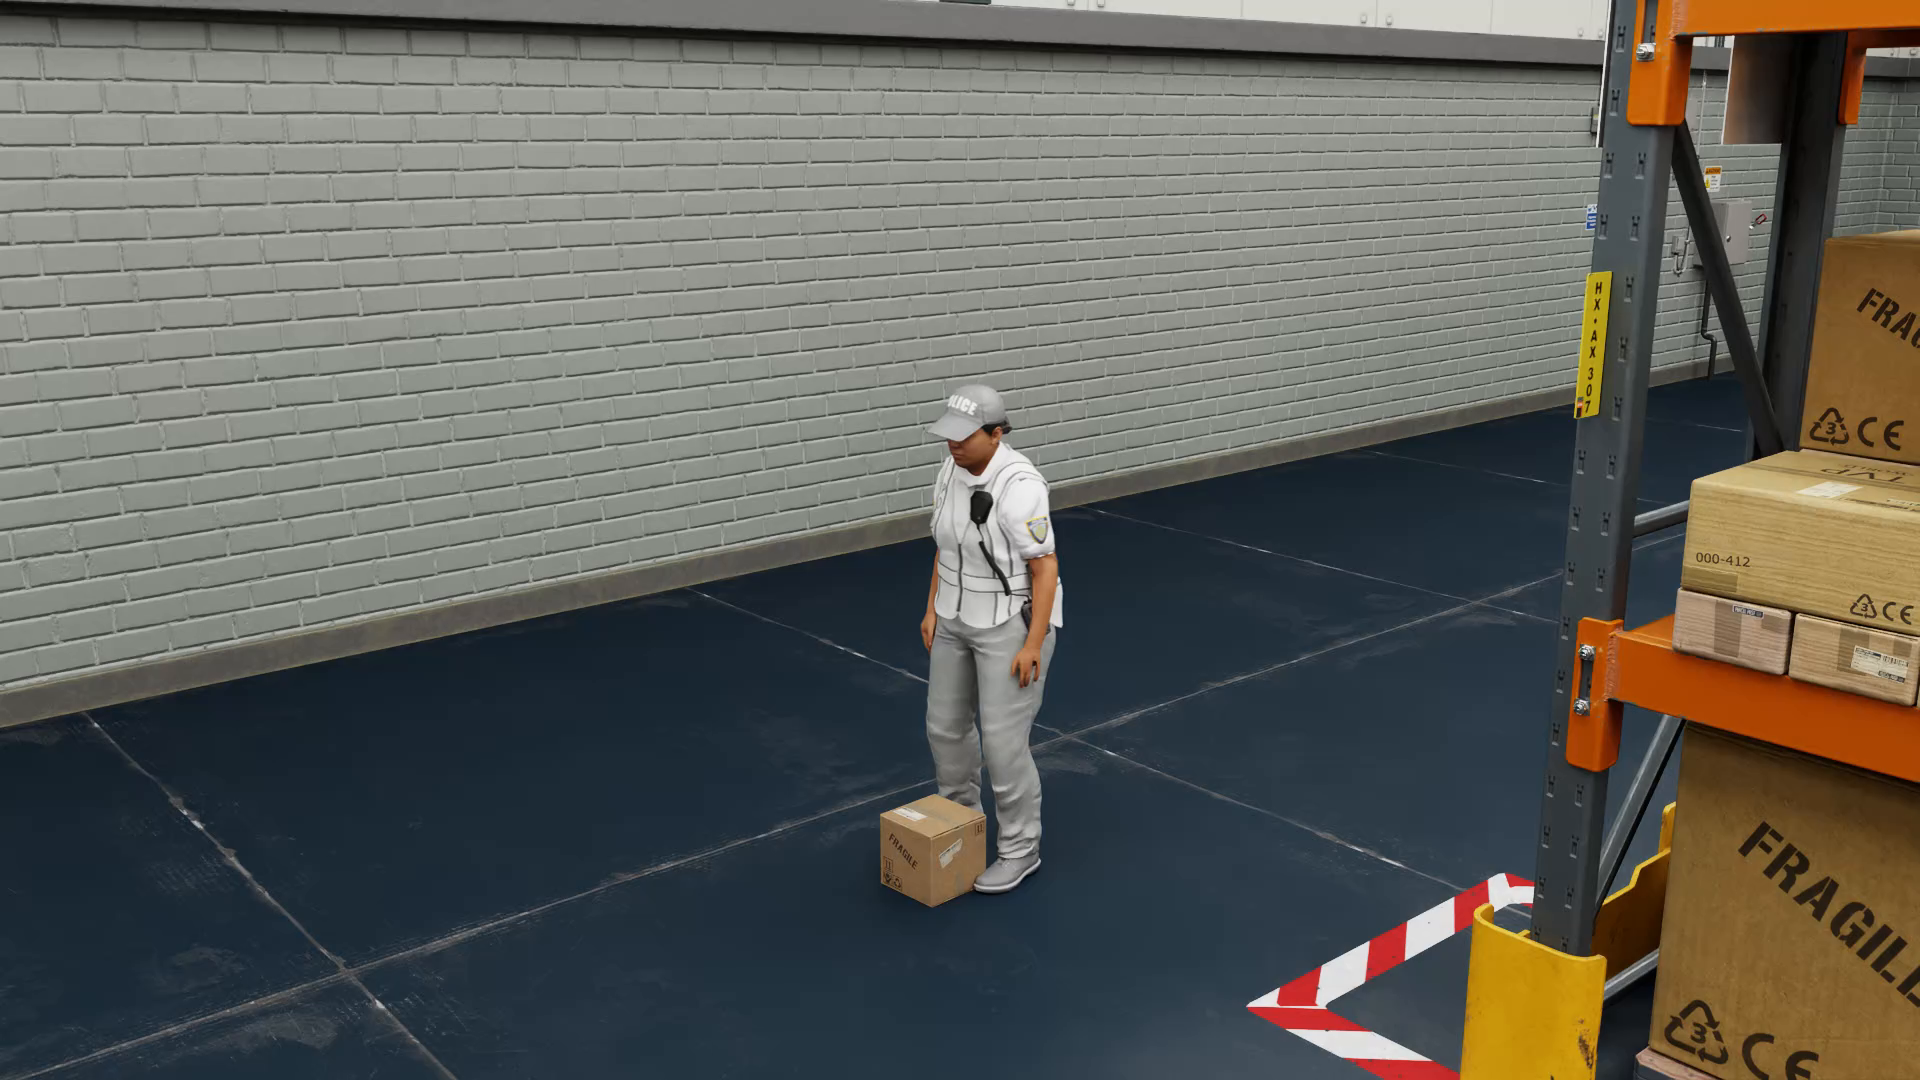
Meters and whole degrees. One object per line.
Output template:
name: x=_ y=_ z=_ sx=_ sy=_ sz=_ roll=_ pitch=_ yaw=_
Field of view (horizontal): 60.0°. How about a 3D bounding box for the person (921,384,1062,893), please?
person: x=0.070 y=0.303 z=5.470 sx=0.472 sy=1.666 sz=0.553 roll=-13 pitch=19 yaw=-41
